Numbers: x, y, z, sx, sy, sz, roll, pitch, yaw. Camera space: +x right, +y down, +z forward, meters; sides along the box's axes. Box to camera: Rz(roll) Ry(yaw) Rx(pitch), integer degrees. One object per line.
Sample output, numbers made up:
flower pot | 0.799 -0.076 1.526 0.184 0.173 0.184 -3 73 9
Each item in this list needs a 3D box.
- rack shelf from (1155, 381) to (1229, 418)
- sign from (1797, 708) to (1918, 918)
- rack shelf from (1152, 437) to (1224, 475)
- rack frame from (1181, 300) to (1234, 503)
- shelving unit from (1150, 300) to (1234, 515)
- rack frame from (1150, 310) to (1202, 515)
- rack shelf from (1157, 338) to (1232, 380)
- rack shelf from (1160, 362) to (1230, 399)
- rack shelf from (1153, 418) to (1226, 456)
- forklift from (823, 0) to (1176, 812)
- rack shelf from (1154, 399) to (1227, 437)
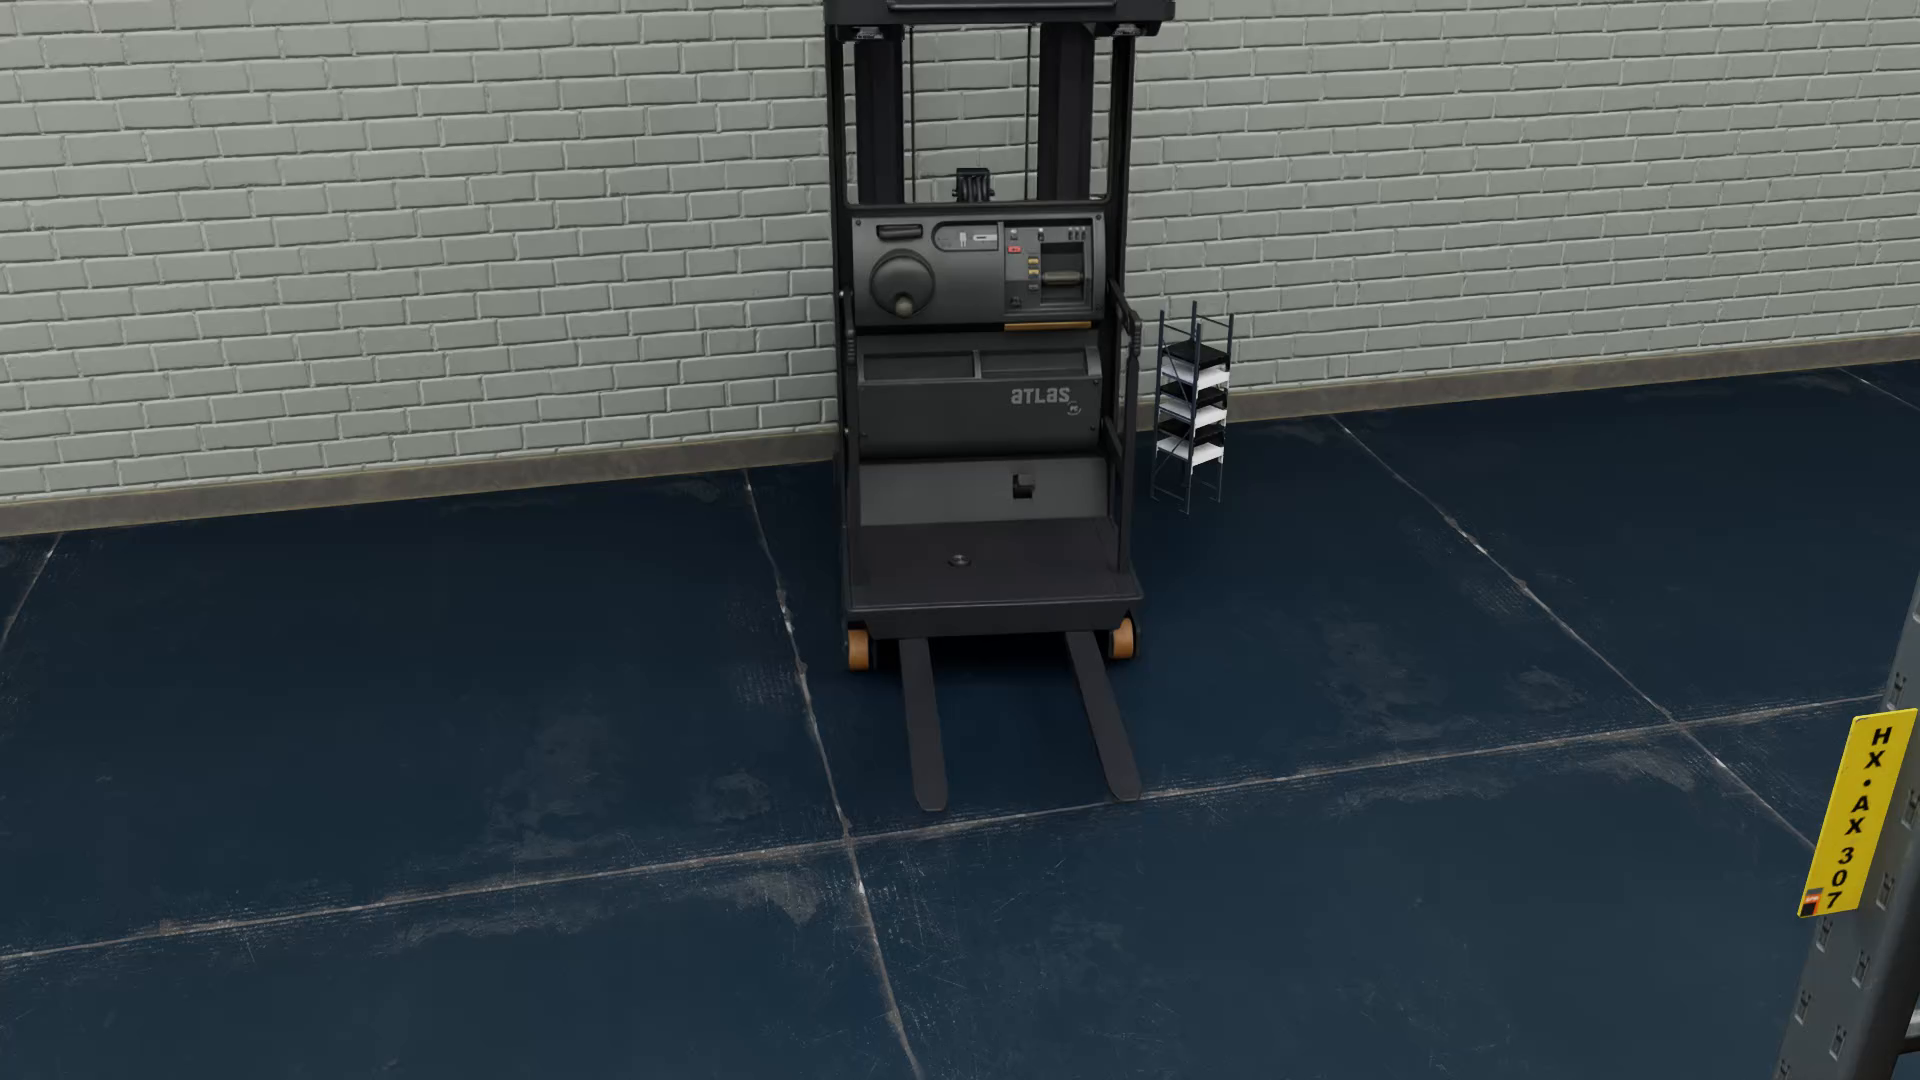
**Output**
rack shelf | 1.028 -0.637 7.387 0.200 0.077 0.258 -20 33 -34
sign | 1.203 0.370 2.228 0.100 0.325 0.005 -6 27 -12
rack shelf | 1.028 -0.396 7.509 0.200 0.077 0.258 -20 33 -34
rack frame | 1.107 -0.615 7.470 0.006 0.900 0.240 -20 33 -34
shelving unit | 1.028 -0.586 7.413 0.210 0.900 0.258 -20 33 -34
rack frame | 0.949 -0.557 7.355 0.006 0.900 0.240 -20 33 -34
rack shelf | 1.028 -0.798 7.306 0.200 0.077 0.258 -20 33 -34
rack shelf | 1.028 -0.717 7.347 0.200 0.077 0.258 -20 33 -34
rack shelf | 1.028 -0.476 7.468 0.200 0.077 0.258 -20 33 -34
forklift | 0.092 -0.970 5.919 1.130 2.935 3.031 -2 27 -4
rack shelf | 1.028 -0.556 7.428 0.200 0.077 0.258 -20 33 -34
